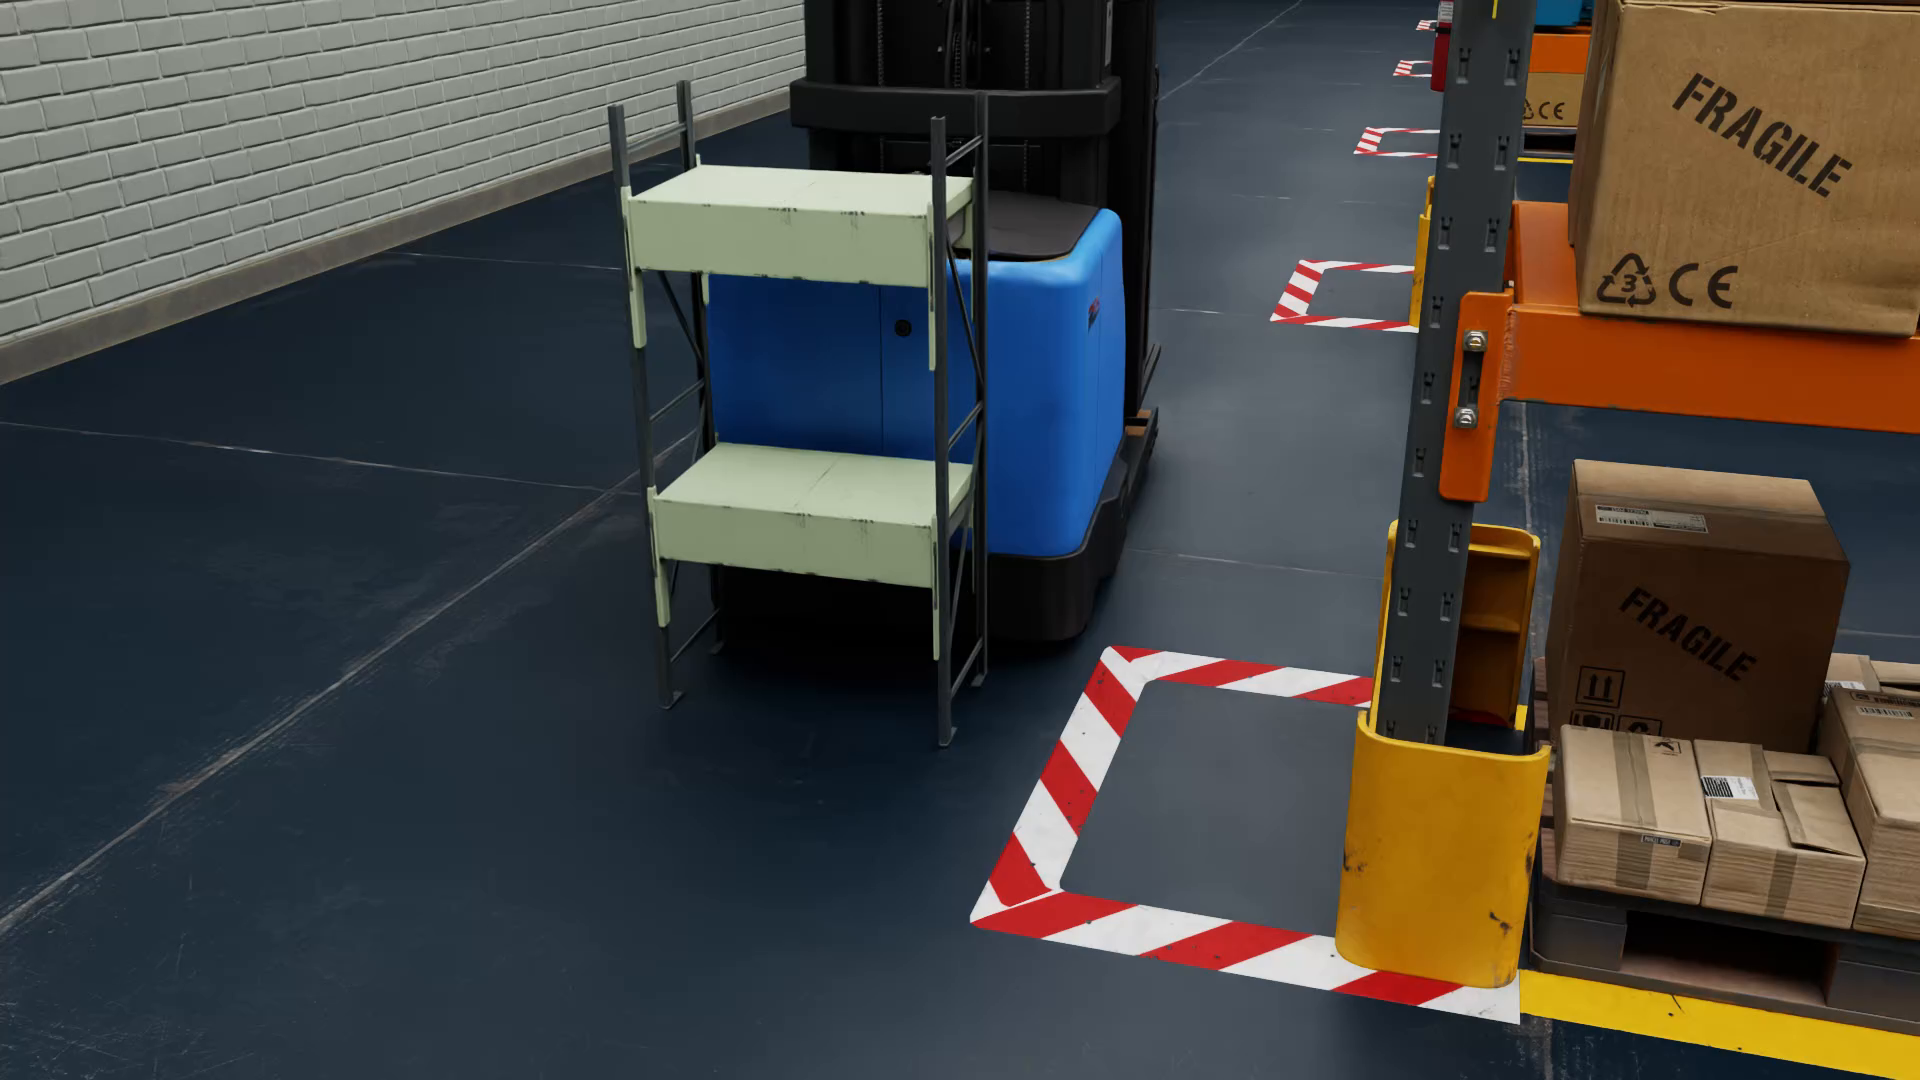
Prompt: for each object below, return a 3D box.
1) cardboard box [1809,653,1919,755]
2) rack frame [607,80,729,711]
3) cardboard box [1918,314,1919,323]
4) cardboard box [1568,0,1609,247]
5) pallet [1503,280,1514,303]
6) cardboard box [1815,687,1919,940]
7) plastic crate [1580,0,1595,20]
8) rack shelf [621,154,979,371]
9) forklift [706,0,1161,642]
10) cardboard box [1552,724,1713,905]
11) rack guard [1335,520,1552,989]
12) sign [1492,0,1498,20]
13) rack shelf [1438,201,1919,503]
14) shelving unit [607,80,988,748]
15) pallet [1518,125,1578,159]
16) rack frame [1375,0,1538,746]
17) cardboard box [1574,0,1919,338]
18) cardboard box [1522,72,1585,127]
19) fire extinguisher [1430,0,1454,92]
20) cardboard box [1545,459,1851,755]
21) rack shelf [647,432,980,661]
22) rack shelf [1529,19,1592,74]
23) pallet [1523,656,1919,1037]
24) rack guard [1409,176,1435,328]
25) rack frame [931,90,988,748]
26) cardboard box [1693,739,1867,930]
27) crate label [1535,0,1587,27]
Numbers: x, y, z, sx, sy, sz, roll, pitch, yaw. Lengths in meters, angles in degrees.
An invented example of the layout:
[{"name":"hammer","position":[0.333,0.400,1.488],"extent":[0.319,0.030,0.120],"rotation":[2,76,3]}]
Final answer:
[{"name":"cardboard box","position":[1.943,0.391,3.517],"extent":[0.250,0.166,0.380],"rotation":[7,23,16]},{"name":"rack frame","position":[-0.701,-0.333,4.092],"extent":[0.023,1.500,0.400],"rotation":[6,24,14]},{"name":"cardboard box","position":[1.834,-0.610,2.674],"extent":[0.500,0.500,0.500],"rotation":[6,23,15]},{"name":"cardboard box","position":[1.497,-0.859,3.280],"extent":[0.500,0.500,0.500],"rotation":[7,23,17]},{"name":"pallet","position":[3.202,-1.168,7.839],"extent":[1.213,0.211,1.003],"rotation":[7,23,16]},{"name":"cardboard box","position":[1.907,0.523,3.086],"extent":[0.500,0.250,0.500],"rotation":[7,23,16]},{"name":"plastic crate","position":[2.799,-2.638,7.622],"extent":[0.499,0.435,0.616],"rotation":[7,23,16]},{"name":"rack shelf","position":[-0.350,-0.655,3.848],"extent":[0.720,0.370,0.431],"rotation":[6,24,14]},{"name":"forklift","position":[0.108,-1.614,5.342],"extent":[1.130,2.935,3.031],"rotation":[5,23,11]},{"name":"cardboard box","position":[1.291,0.523,3.219],"extent":[0.250,0.149,0.380],"rotation":[7,23,16]},{"name":"rack guard","position":[1.062,0.402,3.632],"extent":[0.348,0.500,1.175],"rotation":[7,23,16]},{"name":"sign","position":[0.833,-0.967,2.533],"extent":[0.005,0.325,0.100],"rotation":[7,23,16]},{"name":"rack shelf","position":[2.904,-0.211,2.780],"extent":[4.000,0.370,1.077],"rotation":[7,23,16]},{"name":"shelving unit","position":[-0.347,-0.297,4.004],"extent":[0.755,1.500,0.431],"rotation":[6,24,14]},{"name":"pallet","position":[4.643,-3.013,12.336],"extent":[1.213,0.211,1.003],"rotation":[7,23,16]},{"name":"rack frame","position":[0.990,-0.763,3.178],"extent":[0.127,3.000,1.000],"rotation":[7,23,16]},{"name":"cardboard box","position":[1.338,-0.665,2.807],"extent":[0.500,0.500,0.500],"rotation":[7,23,17]},{"name":"cardboard box","position":[4.491,-3.532,12.175],"extent":[0.875,0.875,0.875],"rotation":[7,23,16]},{"name":"fire extinguisher","position":[2.411,-2.536,8.093],"extent":[0.183,0.674,0.296],"rotation":[7,23,16]},{"name":"cardboard box","position":[1.581,0.160,3.642],"extent":[0.500,0.500,0.500],"rotation":[7,23,16]},{"name":"rack shelf","position":[-0.345,0.002,4.134],"extent":[0.720,0.370,0.431],"rotation":[6,24,14]},{"name":"rack shelf","position":[4.339,-2.010,7.167],"extent":[4.000,0.370,1.077],"rotation":[7,23,16]},{"name":"pallet","position":[1.826,0.622,3.475],"extent":[1.213,0.211,1.003],"rotation":[7,23,16]},{"name":"rack guard","position":[2.397,-1.404,8.034],"extent":[0.348,0.500,1.175],"rotation":[7,23,16]},{"name":"rack frame","position":[0.006,-0.261,3.916],"extent":[0.023,1.500,0.400],"rotation":[6,24,14]},{"name":"cardboard box","position":[1.531,0.542,3.149],"extent":[0.250,0.166,0.380],"rotation":[7,23,16]},{"name":"crate label","position":[2.565,-2.366,7.227],"extent":[0.303,0.233,0.416],"rotation":[7,23,16]}]
